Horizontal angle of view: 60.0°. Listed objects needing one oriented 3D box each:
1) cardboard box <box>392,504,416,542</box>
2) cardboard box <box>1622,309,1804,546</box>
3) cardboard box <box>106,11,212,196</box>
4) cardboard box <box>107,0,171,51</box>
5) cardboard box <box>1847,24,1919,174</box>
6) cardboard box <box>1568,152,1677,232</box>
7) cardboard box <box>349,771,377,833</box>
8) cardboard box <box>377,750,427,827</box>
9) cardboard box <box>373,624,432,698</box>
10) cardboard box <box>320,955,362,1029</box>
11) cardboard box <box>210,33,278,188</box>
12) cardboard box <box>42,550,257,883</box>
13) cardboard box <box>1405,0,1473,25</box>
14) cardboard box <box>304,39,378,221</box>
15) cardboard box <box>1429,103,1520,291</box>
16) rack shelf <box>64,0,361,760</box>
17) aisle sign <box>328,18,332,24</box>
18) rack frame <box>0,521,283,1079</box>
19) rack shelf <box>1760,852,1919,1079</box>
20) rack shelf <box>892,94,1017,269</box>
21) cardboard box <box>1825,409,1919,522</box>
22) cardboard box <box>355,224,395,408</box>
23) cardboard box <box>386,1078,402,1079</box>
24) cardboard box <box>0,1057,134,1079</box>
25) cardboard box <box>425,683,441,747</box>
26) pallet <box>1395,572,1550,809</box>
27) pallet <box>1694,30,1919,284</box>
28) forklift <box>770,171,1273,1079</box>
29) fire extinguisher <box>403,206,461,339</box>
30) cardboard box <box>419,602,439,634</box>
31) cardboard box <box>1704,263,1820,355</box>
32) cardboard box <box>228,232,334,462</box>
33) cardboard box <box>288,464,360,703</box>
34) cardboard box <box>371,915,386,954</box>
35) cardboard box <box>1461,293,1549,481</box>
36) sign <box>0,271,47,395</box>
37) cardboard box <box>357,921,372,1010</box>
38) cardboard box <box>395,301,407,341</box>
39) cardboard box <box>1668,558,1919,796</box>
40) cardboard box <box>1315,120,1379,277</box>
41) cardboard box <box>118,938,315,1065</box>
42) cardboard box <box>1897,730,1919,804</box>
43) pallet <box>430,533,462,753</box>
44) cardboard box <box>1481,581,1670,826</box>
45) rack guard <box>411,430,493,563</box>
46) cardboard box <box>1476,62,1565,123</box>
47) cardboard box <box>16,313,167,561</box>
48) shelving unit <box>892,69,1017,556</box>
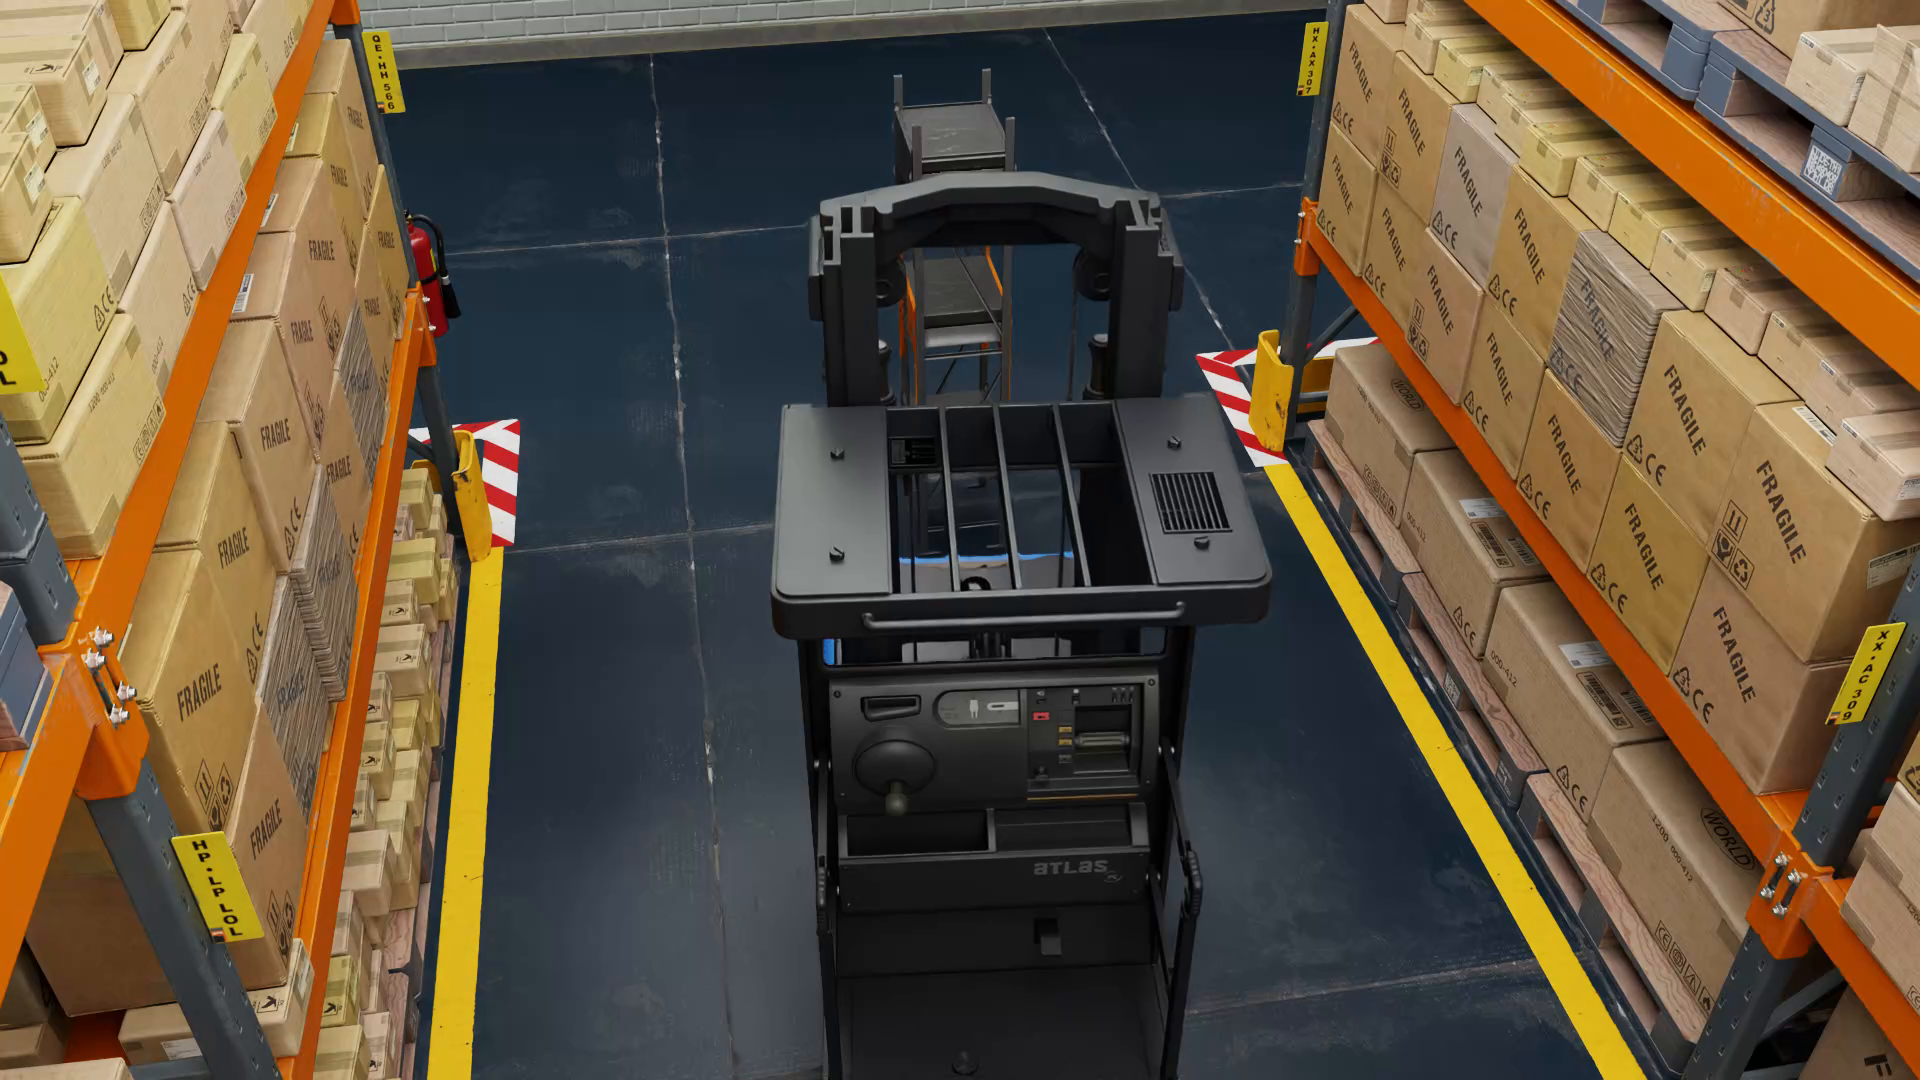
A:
[{"bbox_3d":[-2.447,-0.001,6.803,0.380,0.149,0.250,-6,38,-7],"label":"cardboard box"},{"bbox_3d":[2.345,-0.351,4.860,0.500,0.500,0.500,-7,38,-9],"label":"cardboard box"},{"bbox_3d":[-2.081,-1.007,3.870,0.500,0.250,0.500,-6,38,-7],"label":"cardboard box"},{"bbox_3d":[-2.071,-1.242,3.848,0.380,0.149,0.250,-4,38,-6],"label":"cardboard box"},{"bbox_3d":[2.353,-1.042,3.887,0.396,0.266,0.258,-5,38,-6],"label":"cardboard box"},{"bbox_3d":[2.193,-1.122,5.324,0.380,0.149,0.250,-6,38,-8],"label":"cardboard box"},{"bbox_3d":[-2.176,0.941,5.591,0.380,0.149,0.250,-8,39,-10],"label":"cardboard box"},{"bbox_3d":[-2.105,0.899,5.886,0.380,0.149,0.250,-6,38,-7],"label":"cardboard box"},{"bbox_3d":[-2.192,0.461,6.208,0.380,0.149,0.250,-5,38,-6],"label":"cardboard box"},{"bbox_3d":[-2.015,1.414,4.982,0.380,0.149,0.250,-7,38,-9],"label":"cardboard box"},{"bbox_3d":[-2.154,-1.128,4.434,0.500,0.250,0.500,-5,38,-6],"label":"cardboard box"},{"bbox_3d":[-1.915,0.389,3.665,0.500,0.500,0.500,-5,38,-7],"label":"cardboard box"},{"bbox_3d":[1.985,-2.066,6.539,0.380,0.149,0.250,-5,38,-7],"label":"cardboard box"},{"bbox_3d":[-2.452,-1.479,6.069,0.500,0.500,0.500,-7,38,-9],"label":"cardboard box"},{"bbox_3d":[2.078,-1.262,6.033,0.500,0.500,0.500,-7,38,-8],"label":"cardboard box"},{"bbox_3d":[-2.426,-0.869,4.565,1.077,0.370,4.000,-6,38,-8],"label":"rack shelf"},{"bbox_3d":[-2.494,-2.280,6.120,0.394,0.787,0.004,-6,38,-8],"label":"aisle sign"},{"bbox_3d":[-2.076,1.239,3.710,1.000,3.000,0.127,-6,38,-8],"label":"rack frame"},{"bbox_3d":[3.131,2.138,3.139,1.077,0.370,4.000,-6,38,-8],"label":"rack shelf"},{"bbox_3d":[-0.029,-1.471,6.813,0.431,0.518,0.480,-6,38,-8],"label":"rack shelf"},{"bbox_3d":[2.413,-0.196,4.132,0.380,0.149,0.250,-7,38,-9],"label":"cardboard box"},{"bbox_3d":[-2.359,-0.778,5.983,0.500,0.500,0.500,-7,38,-9],"label":"cardboard box"},{"bbox_3d":[-1.870,1.784,4.990,0.380,0.149,0.250,-5,38,-7],"label":"cardboard box"},{"bbox_3d":[-1.813,1.159,3.190,0.380,0.149,0.250,-5,38,-6],"label":"cardboard box"},{"bbox_3d":[-2.210,0.687,6.402,0.380,0.149,0.250,-8,39,-10],"label":"cardboard box"},{"bbox_3d":[2.507,0.541,6.882,1.003,0.211,1.213,-6,38,-8],"label":"pallet"},{"bbox_3d":[2.647,-0.999,4.218,1.003,0.211,1.213,-6,38,-8],"label":"pallet"},{"bbox_3d":[0.114,0.643,4.534,1.130,2.935,3.031,-2,38,-3],"label":"forklift"},{"bbox_3d":[-2.367,-1.201,7.217,0.296,0.674,0.183,-6,38,-8],"label":"fire extinguisher"},{"bbox_3d":[-2.310,0.268,6.699,0.380,0.149,0.250,-8,39,-10],"label":"cardboard box"},{"bbox_3d":[2.377,-0.670,4.742,0.380,0.149,0.250,-7,38,-8],"label":"cardboard box"},{"bbox_3d":[-2.167,-0.540,4.862,0.500,0.500,0.500,-7,38,-10],"label":"cardboard box"},{"bbox_3d":[-2.061,0.150,4.788,0.500,0.500,0.500,-7,38,-9],"label":"cardboard box"},{"bbox_3d":[-2.140,1.333,5.571,0.380,0.149,0.250,-8,39,-10],"label":"cardboard box"},{"bbox_3d":[2.172,-0.576,5.965,0.500,0.500,0.500,-5,38,-6],"label":"cardboard box"},{"bbox_3d":[-1.530,-0.367,2.590,0.100,0.325,0.005,-6,38,-8],"label":"sign"},{"bbox_3d":[-2.079,1.379,5.269,0.380,0.149,0.250,-8,39,-10],"label":"cardboard box"},{"bbox_3d":[-2.441,-0.911,6.682,0.380,0.149,0.250,-6,38,-8],"label":"cardboard box"},{"bbox_3d":[2.447,0.354,4.768,0.500,0.500,0.500,-6,38,-8],"label":"cardboard box"},{"bbox_3d":[1.880,-1.489,7.140,0.500,0.500,0.500,-7,38,-8],"label":"cardboard box"},{"bbox_3d":[-1.803,1.132,4.052,0.380,0.149,0.250,-5,38,-6],"label":"cardboard box"},{"bbox_3d":[2.574,0.508,3.754,0.500,0.500,0.500,-6,38,-7],"label":"cardboard box"},{"bbox_3d":[-2.656,0.465,6.979,1.003,0.211,1.213,-6,38,-8],"label":"pallet"},{"bbox_3d":[2.618,0.561,6.330,0.875,0.438,0.875,-7,38,-9],"label":"cardboard box"},{"bbox_3d":[-2.763,-0.144,7.527,1.175,0.500,0.348,-6,38,-8],"label":"rack guard"},{"bbox_3d":[2.079,-1.586,5.922,0.380,0.149,0.250,-6,38,-8],"label":"cardboard box"},{"bbox_3d":[-1.897,-0.194,3.232,0.500,0.250,0.500,-4,38,-6],"label":"cardboard box"},{"bbox_3d":[-0.029,-0.929,7.235,0.431,2.100,0.503,-6,38,-8],"label":"shelving unit"}]
